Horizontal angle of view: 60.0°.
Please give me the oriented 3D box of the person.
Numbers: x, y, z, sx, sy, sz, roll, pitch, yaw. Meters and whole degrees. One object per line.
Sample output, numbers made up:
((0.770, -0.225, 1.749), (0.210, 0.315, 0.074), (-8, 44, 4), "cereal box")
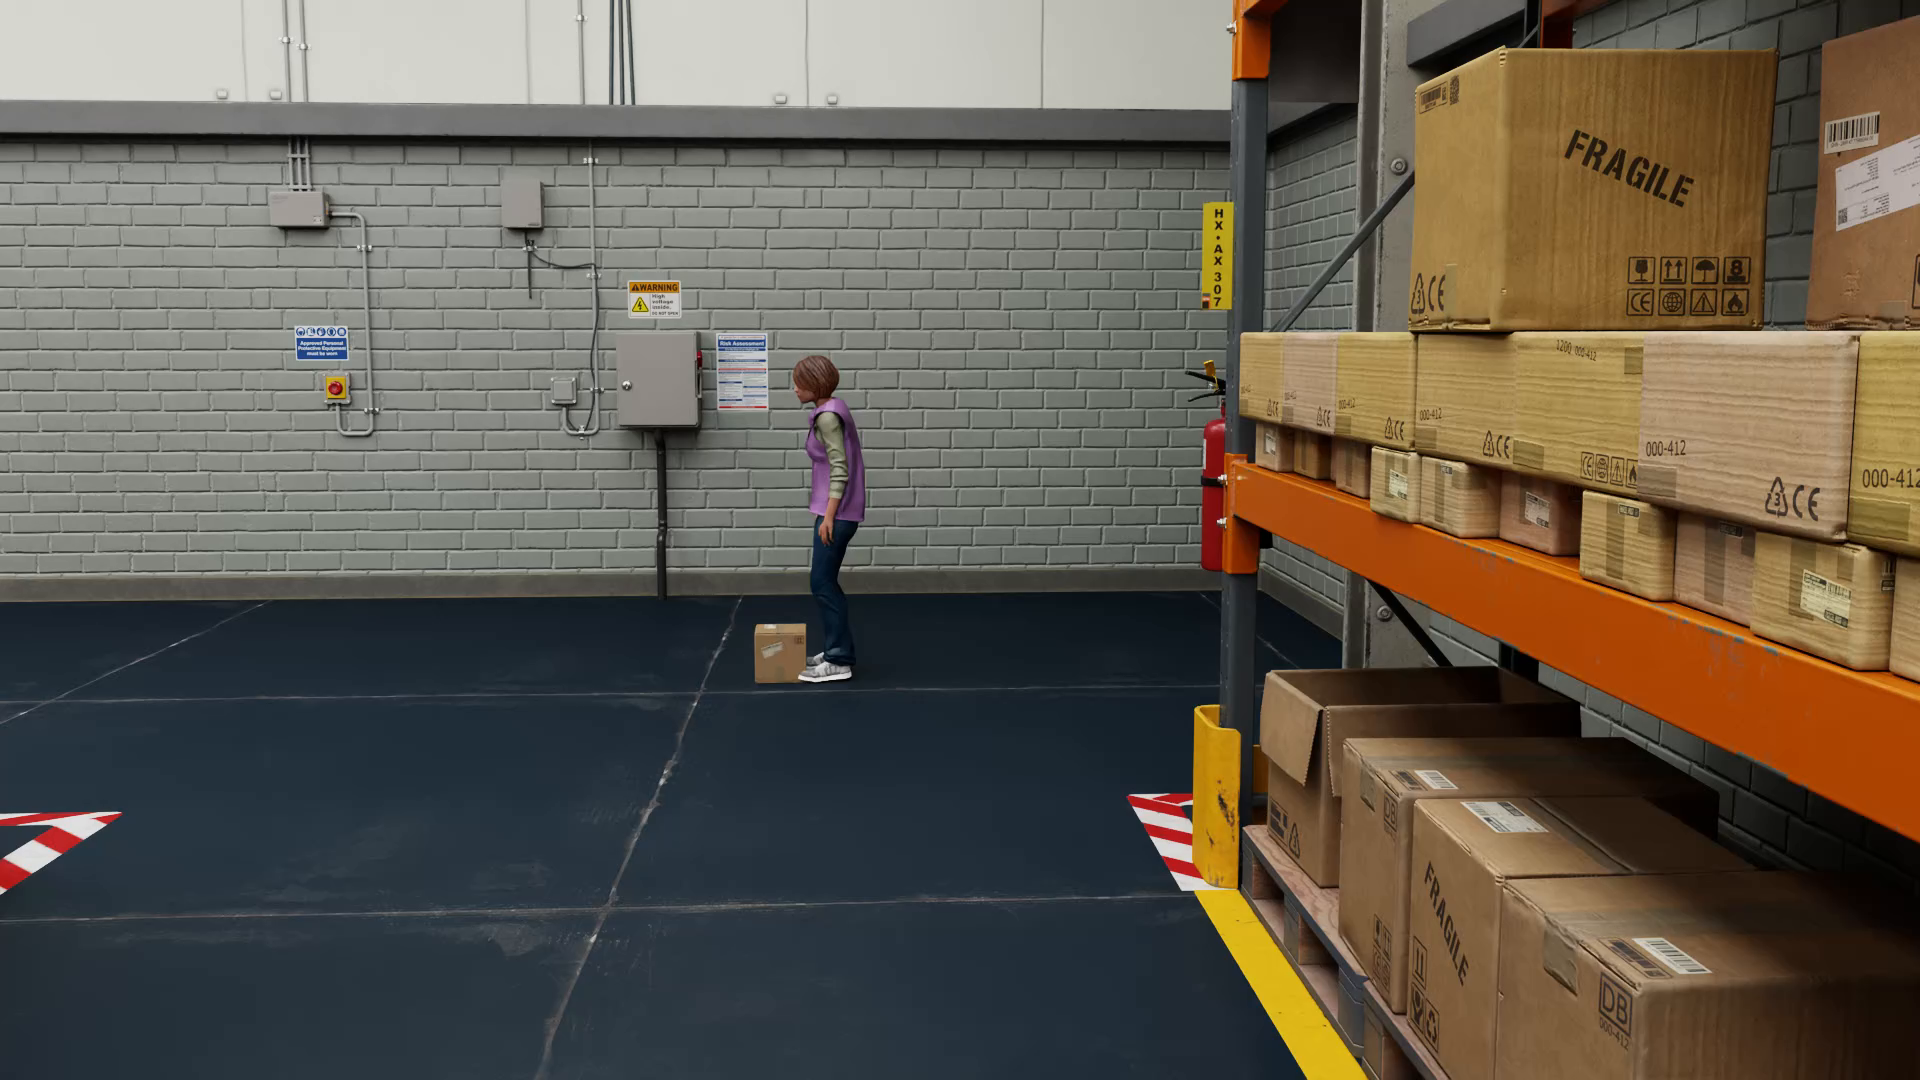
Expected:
((-0.641, -0.108, 8.179), (0.346, 1.592, 0.474), (-1, 7, -7), "person")
